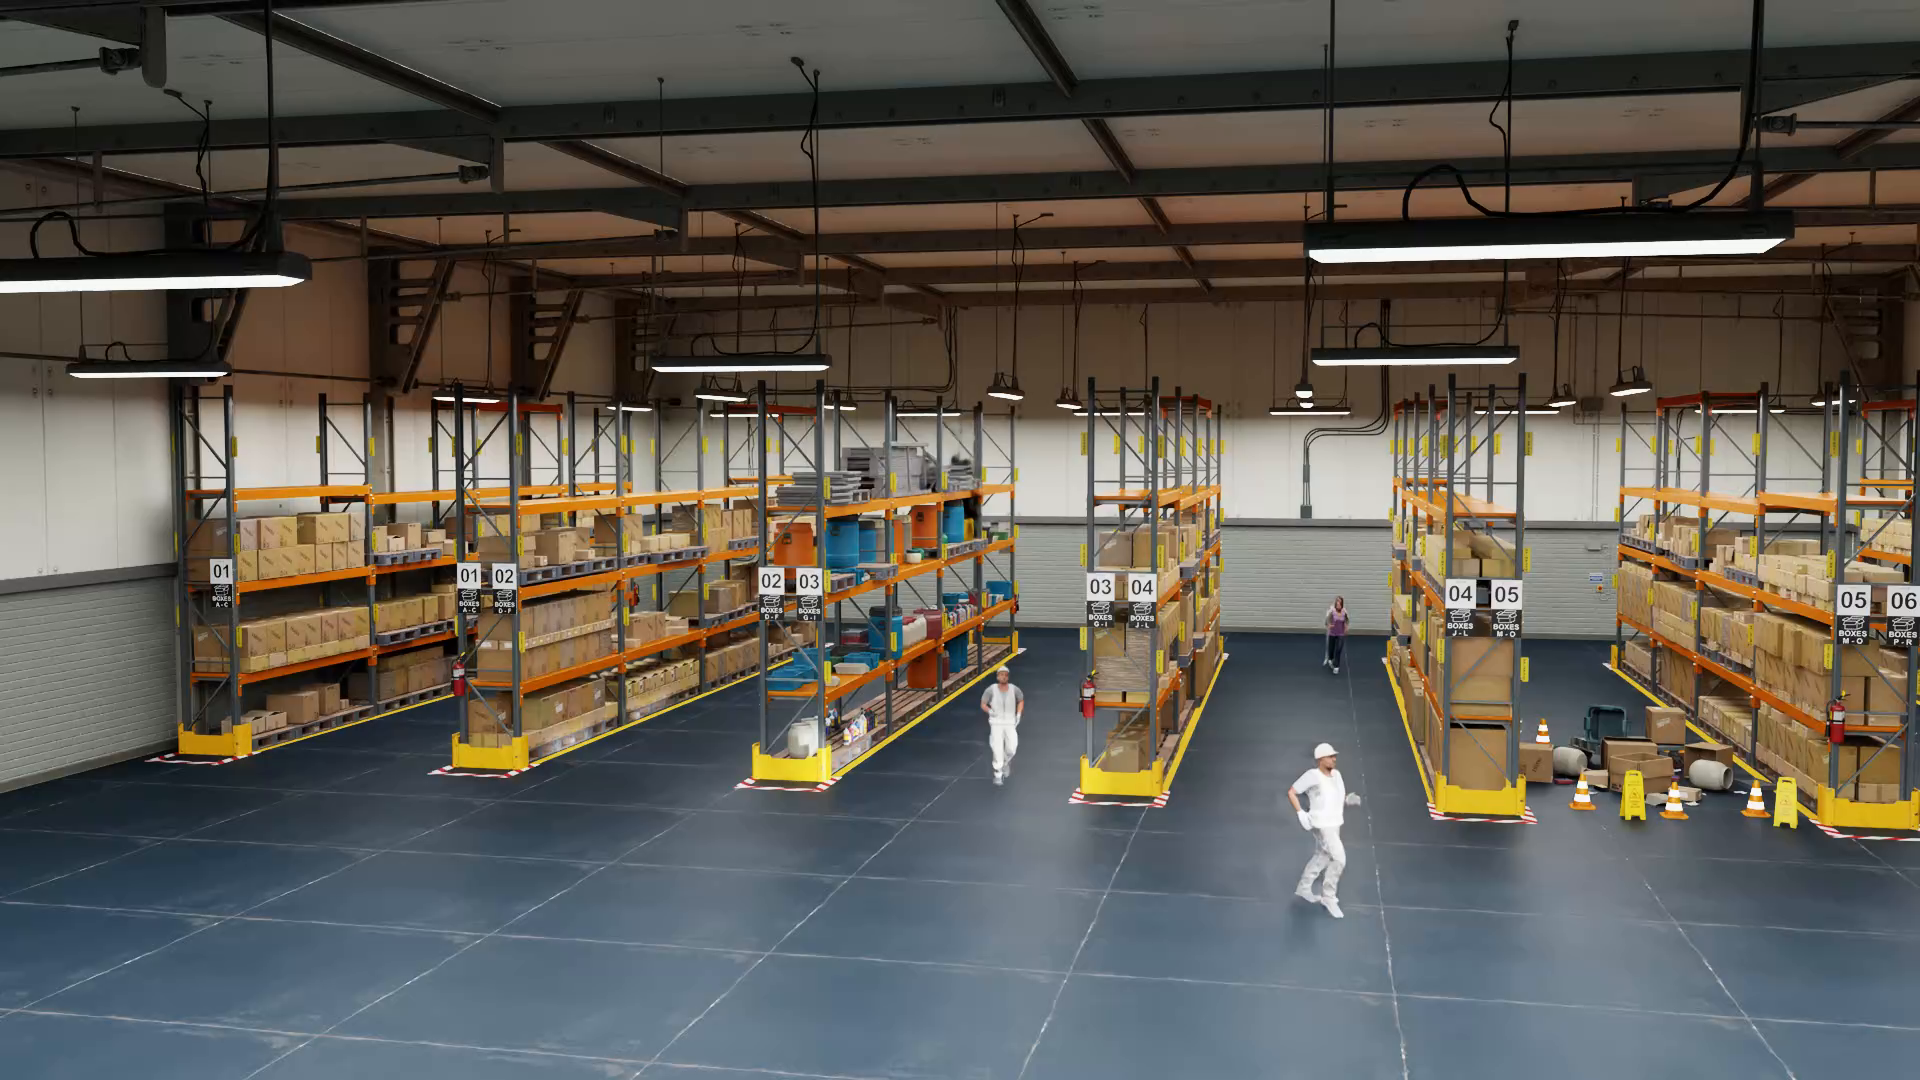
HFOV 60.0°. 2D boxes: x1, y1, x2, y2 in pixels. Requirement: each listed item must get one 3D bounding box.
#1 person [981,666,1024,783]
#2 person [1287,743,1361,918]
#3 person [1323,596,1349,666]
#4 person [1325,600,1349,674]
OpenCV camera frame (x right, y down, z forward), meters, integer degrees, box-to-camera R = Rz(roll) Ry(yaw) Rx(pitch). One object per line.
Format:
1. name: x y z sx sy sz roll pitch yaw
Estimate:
1. person: 0.647 2.743 24.640 0.665 1.748 0.599 0 3 -6
2. person: 3.934 3.109 17.887 0.768 1.843 0.657 3 4 39
3. person: 8.660 2.092 38.244 0.556 1.607 0.650 1 3 18
4. person: 8.374 2.129 36.919 0.544 1.592 0.892 0 3 6
